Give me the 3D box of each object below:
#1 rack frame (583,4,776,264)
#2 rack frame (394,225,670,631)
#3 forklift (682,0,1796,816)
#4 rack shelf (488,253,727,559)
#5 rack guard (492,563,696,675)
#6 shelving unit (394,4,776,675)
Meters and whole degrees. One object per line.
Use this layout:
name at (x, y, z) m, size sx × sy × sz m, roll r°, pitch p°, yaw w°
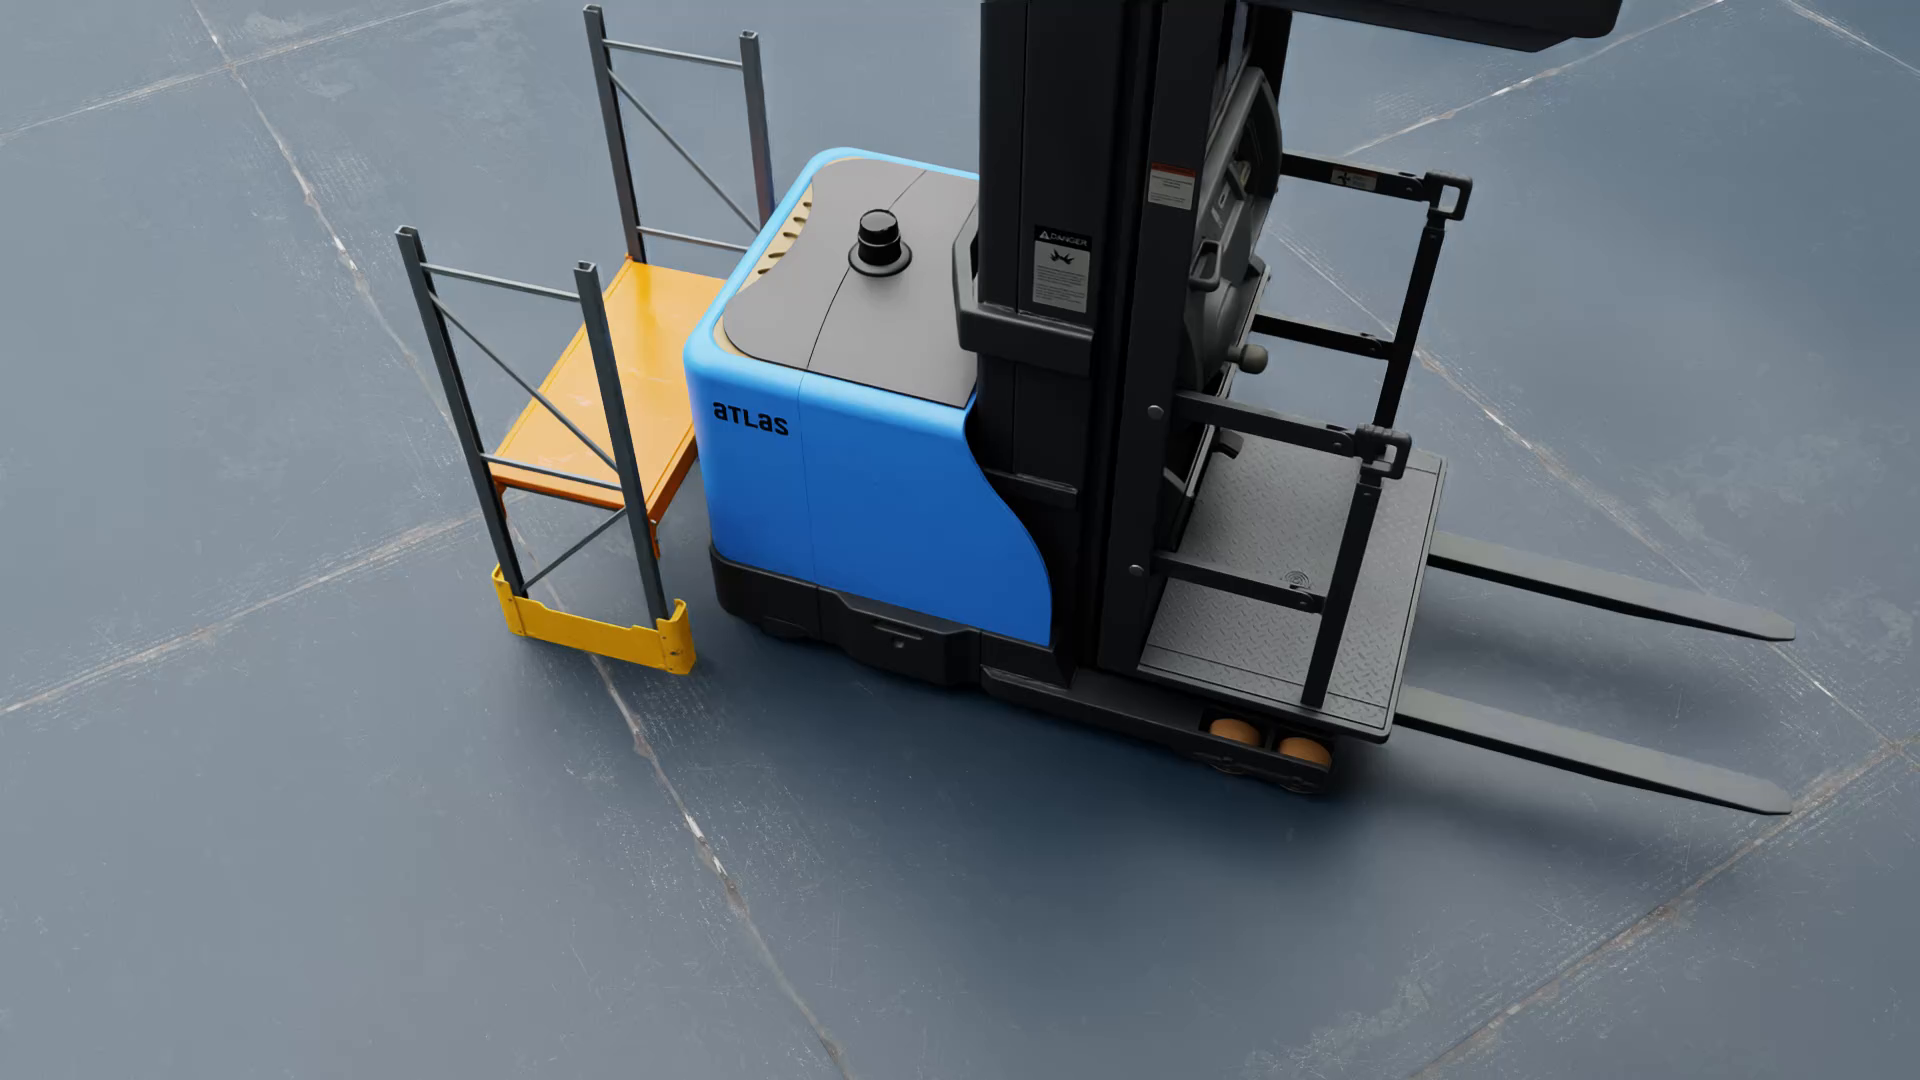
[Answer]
rack frame at (-0.784, -0.903, 5.050) m, size 0.500 × 1.500 × 0.032 m, roll 13°, pitch 50°, yaw 11°
rack frame at (-1.077, -0.176, 4.402) m, size 0.500 × 1.500 × 0.032 m, roll 13°, pitch 50°, yaw 11°
forklift at (0.841, -0.722, 3.930) m, size 3.031 × 2.935 × 1.130 m, roll 15°, pitch 50°, yaw 13°
rack shelf at (-0.930, -0.419, 4.860) m, size 0.538 × 0.185 × 1.000 m, roll 13°, pitch 50°, yaw 11°
rack guard at (-1.071, 0.226, 4.881) m, size 0.587 × 0.250 × 0.087 m, roll 13°, pitch 50°, yaw 11°
shelving unit at (-0.928, -0.546, 4.732) m, size 0.587 × 1.500 × 1.083 m, roll 13°, pitch 50°, yaw 11°
